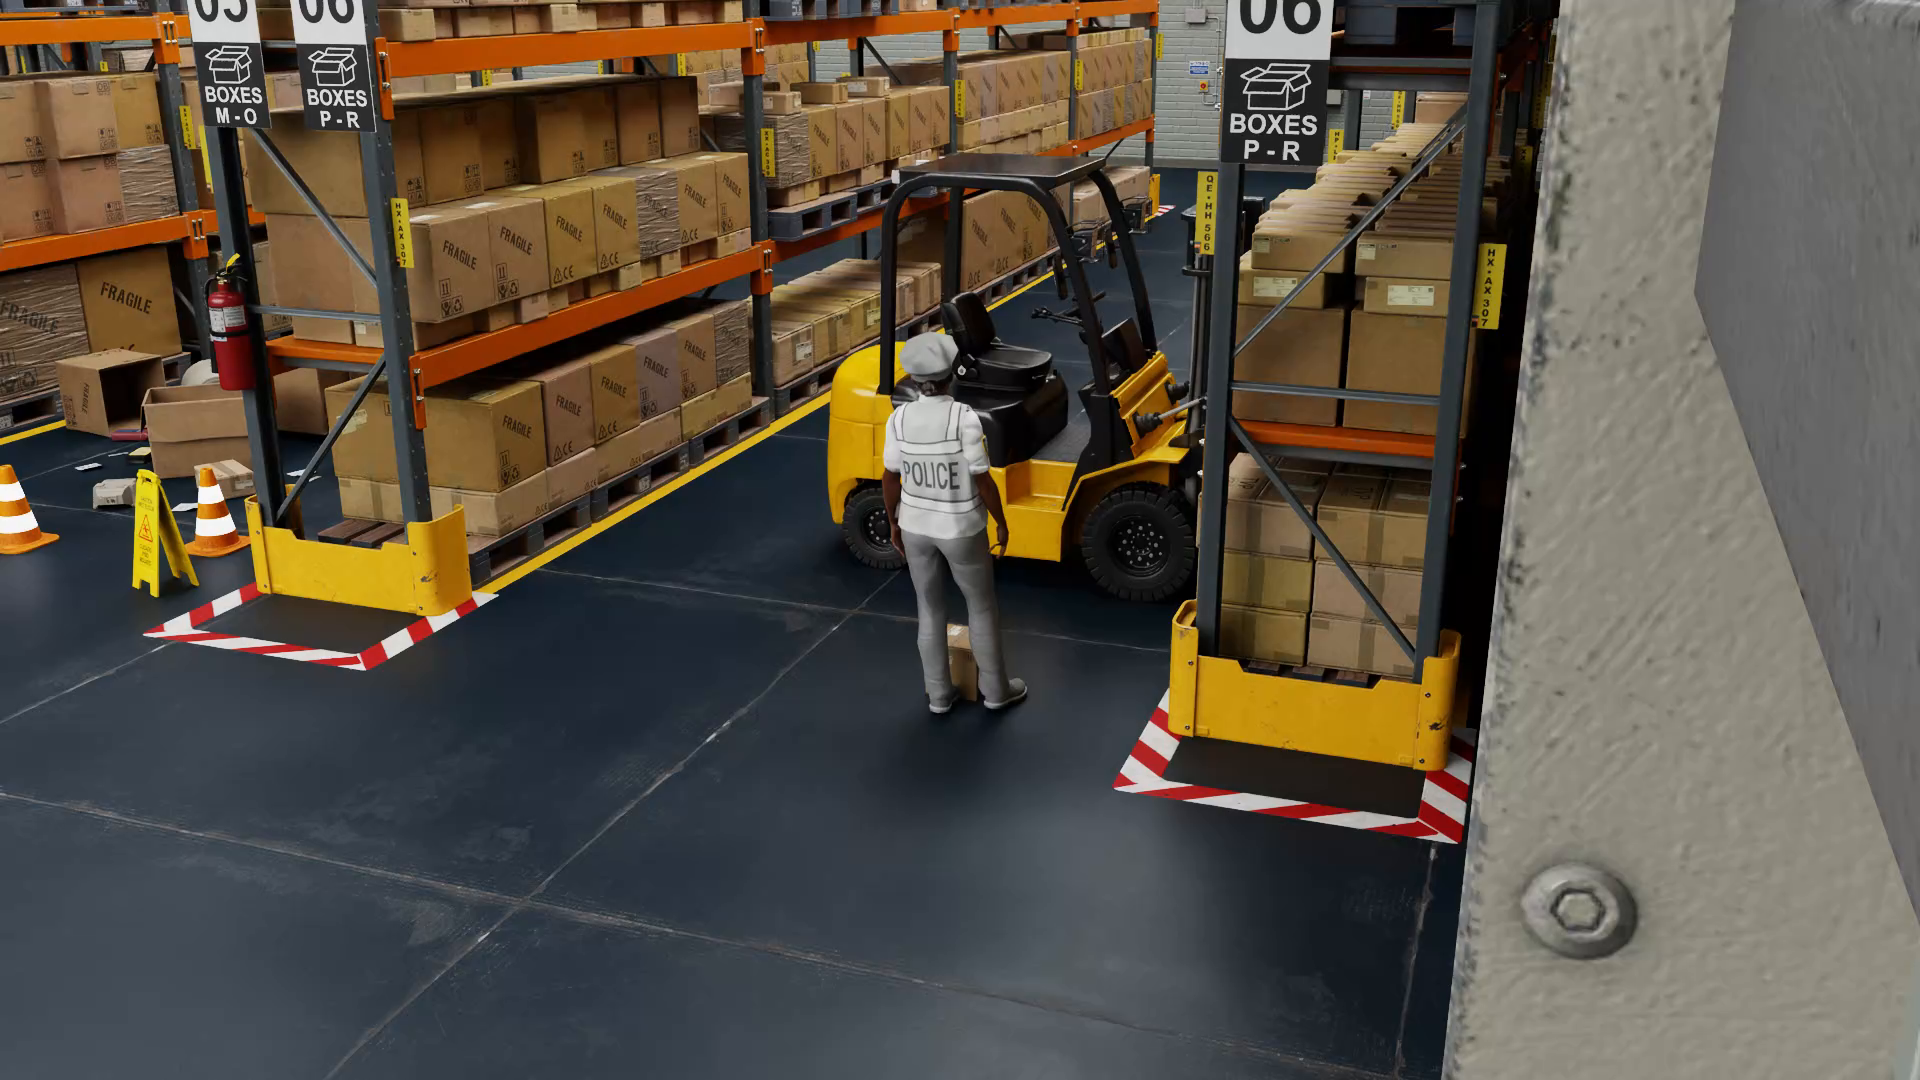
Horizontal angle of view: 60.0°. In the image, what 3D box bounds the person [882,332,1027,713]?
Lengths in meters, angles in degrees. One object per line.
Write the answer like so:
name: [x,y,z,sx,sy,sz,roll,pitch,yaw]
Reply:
person: [-0.031,-0.066,7.180,0.570,1.695,0.527,6,20,18]
